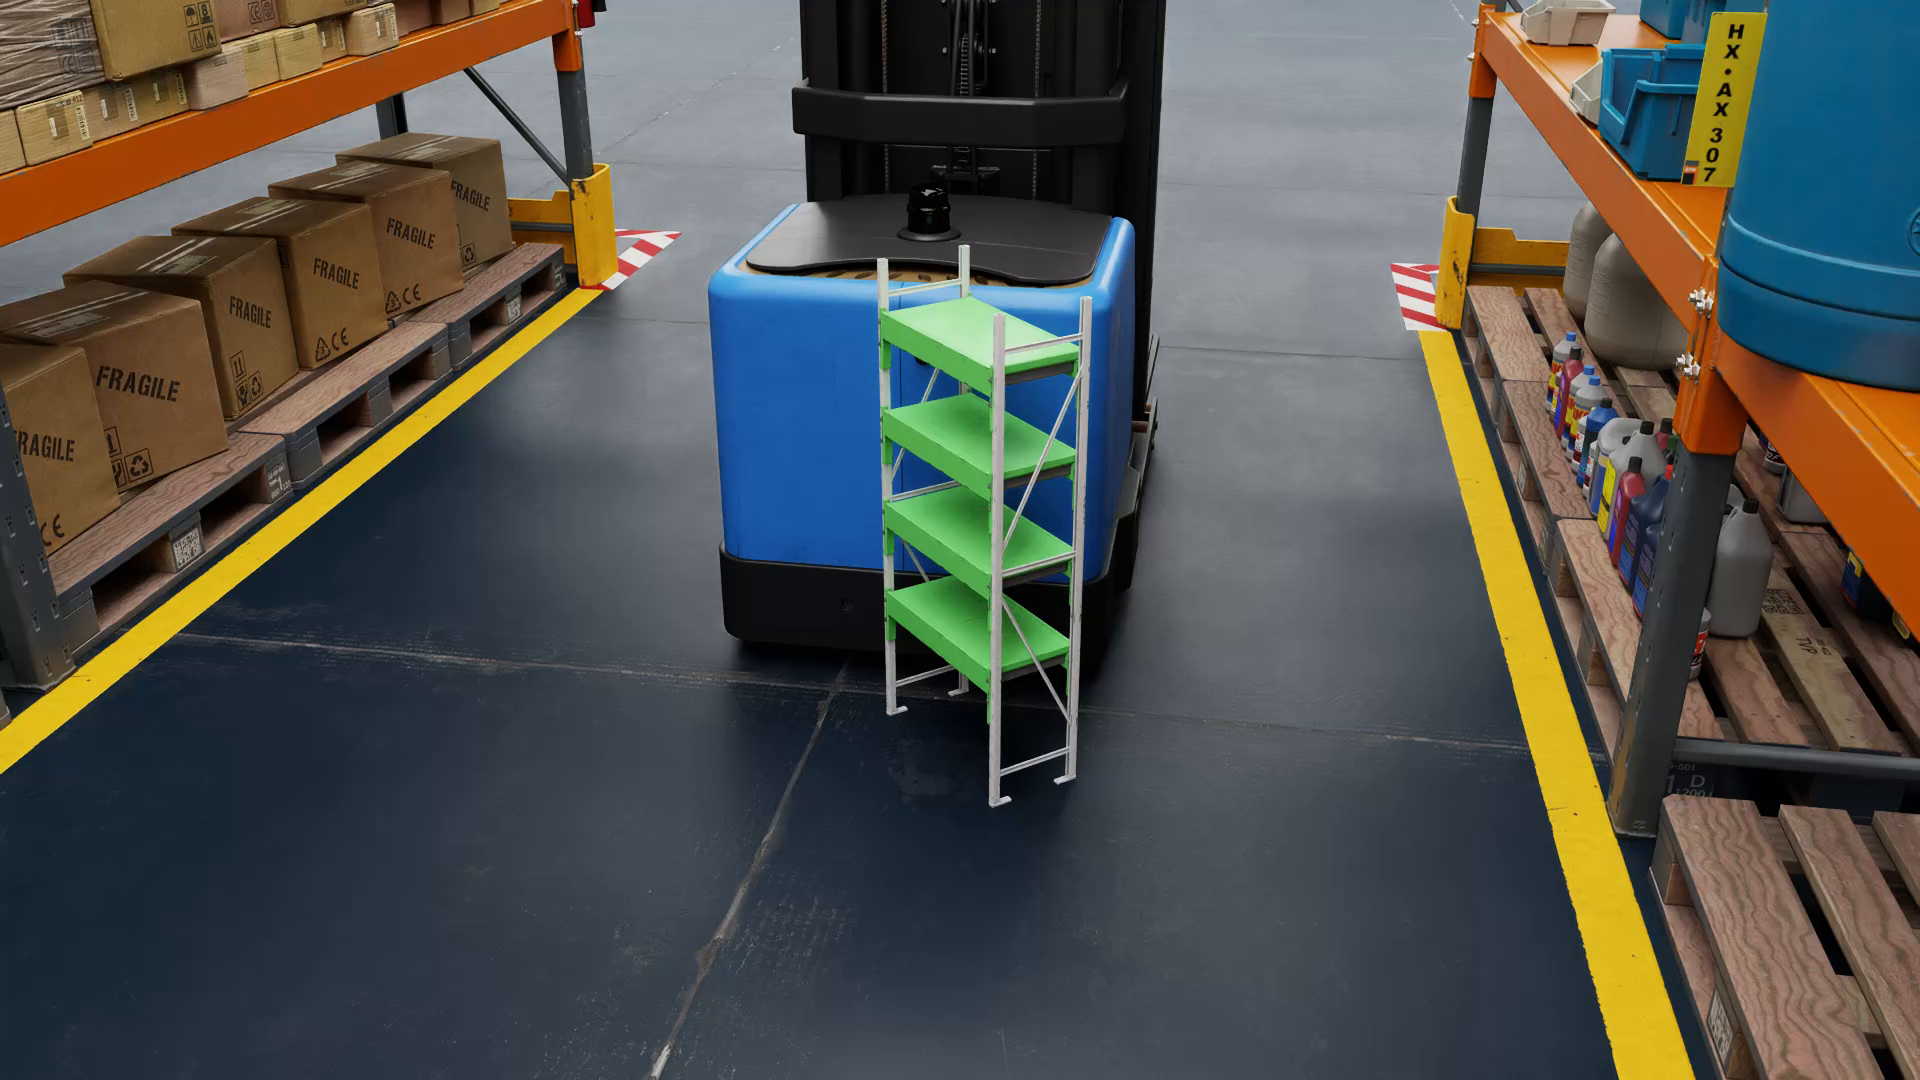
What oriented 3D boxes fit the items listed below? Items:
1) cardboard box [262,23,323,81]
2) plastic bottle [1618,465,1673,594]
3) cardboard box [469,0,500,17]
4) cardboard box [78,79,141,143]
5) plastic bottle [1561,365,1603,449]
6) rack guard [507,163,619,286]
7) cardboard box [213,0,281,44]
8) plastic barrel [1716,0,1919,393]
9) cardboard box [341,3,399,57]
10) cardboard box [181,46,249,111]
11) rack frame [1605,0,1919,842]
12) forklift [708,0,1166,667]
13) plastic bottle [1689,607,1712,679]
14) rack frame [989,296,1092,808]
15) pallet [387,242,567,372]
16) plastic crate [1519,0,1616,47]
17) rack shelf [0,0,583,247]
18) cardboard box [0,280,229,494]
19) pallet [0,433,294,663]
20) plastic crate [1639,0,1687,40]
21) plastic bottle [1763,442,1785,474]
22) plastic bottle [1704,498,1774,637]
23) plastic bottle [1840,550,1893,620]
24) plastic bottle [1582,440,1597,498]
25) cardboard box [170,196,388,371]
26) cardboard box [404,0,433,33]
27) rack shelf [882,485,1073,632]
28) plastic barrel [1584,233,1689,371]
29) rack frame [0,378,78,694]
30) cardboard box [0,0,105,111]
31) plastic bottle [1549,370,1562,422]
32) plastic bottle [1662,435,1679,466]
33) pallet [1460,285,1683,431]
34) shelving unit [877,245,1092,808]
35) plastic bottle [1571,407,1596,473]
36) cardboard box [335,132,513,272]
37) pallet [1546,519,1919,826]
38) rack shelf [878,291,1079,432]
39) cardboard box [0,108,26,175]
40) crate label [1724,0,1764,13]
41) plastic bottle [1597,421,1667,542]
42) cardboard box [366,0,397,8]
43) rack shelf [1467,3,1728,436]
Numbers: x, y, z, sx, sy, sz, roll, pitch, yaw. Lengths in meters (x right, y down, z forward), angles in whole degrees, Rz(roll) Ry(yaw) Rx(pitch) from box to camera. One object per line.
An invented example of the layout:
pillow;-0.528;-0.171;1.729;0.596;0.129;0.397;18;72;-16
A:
cardboard box;-2.323;-1.596;5.418;0.380;0.149;0.250;4;25;9
plastic bottle;1.851;-0.039;4.400;0.144;0.351;0.185;3;25;6
cardboard box;-2.108;-2.226;6.763;0.380;0.149;0.250;4;25;9
cardboard box;-2.488;-1.178;4.525;0.380;0.149;0.250;4;25;9
plastic bottle;1.993;-0.426;5.321;0.097;0.271;0.097;0;25;0
rack guard;-2.246;-1.522;7.911;1.175;0.500;0.348;4;25;9
cardboard box;-2.654;-1.799;5.087;0.875;0.500;0.500;4;25;9
plastic barrel;1.637;-0.756;2.736;0.600;0.901;0.708;4;25;9
cardboard box;-2.218;-1.804;5.862;0.380;0.149;0.250;4;25;9
cardboard box;-2.375;-1.385;4.967;0.380;0.149;0.250;4;25;9
rack frame;1.999;-0.670;3.142;1.000;3.000;0.127;4;25;9
forklift;0.106;-1.591;5.191;1.130;2.935;3.031;4;25;9
plastic bottle;1.751;0.225;4.012;0.097;0.201;0.097;0;25;0
rack frame;0.174;0.056;3.714;0.240;1.200;0.015;-15;29;-29
pallet;-2.414;-1.054;7.252;1.003;0.211;1.213;4;25;9
plastic crate;2.189;-1.871;6.020;0.298;0.136;0.250;4;25;9
rack shelf;-2.560;-1.523;5.815;1.077;0.370;4.000;4;25;9
cardboard box;-2.696;-0.475;5.181;0.500;0.500;0.500;13;28;25
pallet;-2.812;-0.033;5.072;1.003;0.211;1.213;4;25;9
plastic crate;2.866;-2.045;6.256;0.499;0.251;0.616;4;25;9
plastic bottle;2.568;-0.315;5.167;0.097;0.201;0.097;0;25;0
plastic bottle;1.962;0.052;4.207;0.144;0.351;0.185;4;25;9
plastic bottle;2.398;0.012;4.292;0.144;0.351;0.185;4;25;9
plastic bottle;1.927;-0.225;4.975;0.097;0.201;0.097;0;25;0
cardboard box;-2.537;-0.971;6.239;0.500;0.500;0.500;6;26;13
cardboard box;-2.246;-2.021;6.325;0.380;0.149;0.250;4;25;9
rack shelf;0.045;0.026;3.929;0.258;0.148;0.480;-15;29;-29
plastic barrel;2.539;-0.916;6.107;0.421;0.512;0.421;0;25;0
rack frame;-2.887;-1.013;3.875;1.000;3.000;0.127;4;25;9
cardboard box;-2.753;-1.377;4.184;0.875;0.500;0.500;4;25;9
plastic bottle;2.032;-0.494;5.550;0.097;0.201;0.097;0;25;0
plastic bottle;2.009;-0.147;4.711;0.061;0.283;0.133;4;25;9
pallet;2.549;-0.705;6.507;1.003;0.211;1.213;4;25;9
shelving unit;0.045;-0.031;3.902;0.258;1.200;0.503;-15;29;-29
plastic bottle;1.961;-0.311;5.158;0.097;0.201;0.097;0;25;0
cardboard box;-2.352;-1.484;7.335;0.500;0.500;0.500;9;27;18
pallet;2.150;0.315;4.327;1.003;0.211;1.213;4;25;9
rack shelf;0.045;-0.408;3.725;0.258;0.148;0.480;-15;29;-29
cardboard box;-2.555;-0.968;4.076;0.380;0.149;0.250;4;25;9
crate label;2.619;-1.570;5.024;0.502;0.435;0.616;4;25;9
plastic bottle;1.904;-0.174;4.689;0.144;0.351;0.185;4;25;8
cardboard box;-2.438;-2.214;5.973;0.875;0.500;0.500;4;25;9
rack shelf;2.326;-1.180;5.082;1.077;0.370;4.000;4;25;9
